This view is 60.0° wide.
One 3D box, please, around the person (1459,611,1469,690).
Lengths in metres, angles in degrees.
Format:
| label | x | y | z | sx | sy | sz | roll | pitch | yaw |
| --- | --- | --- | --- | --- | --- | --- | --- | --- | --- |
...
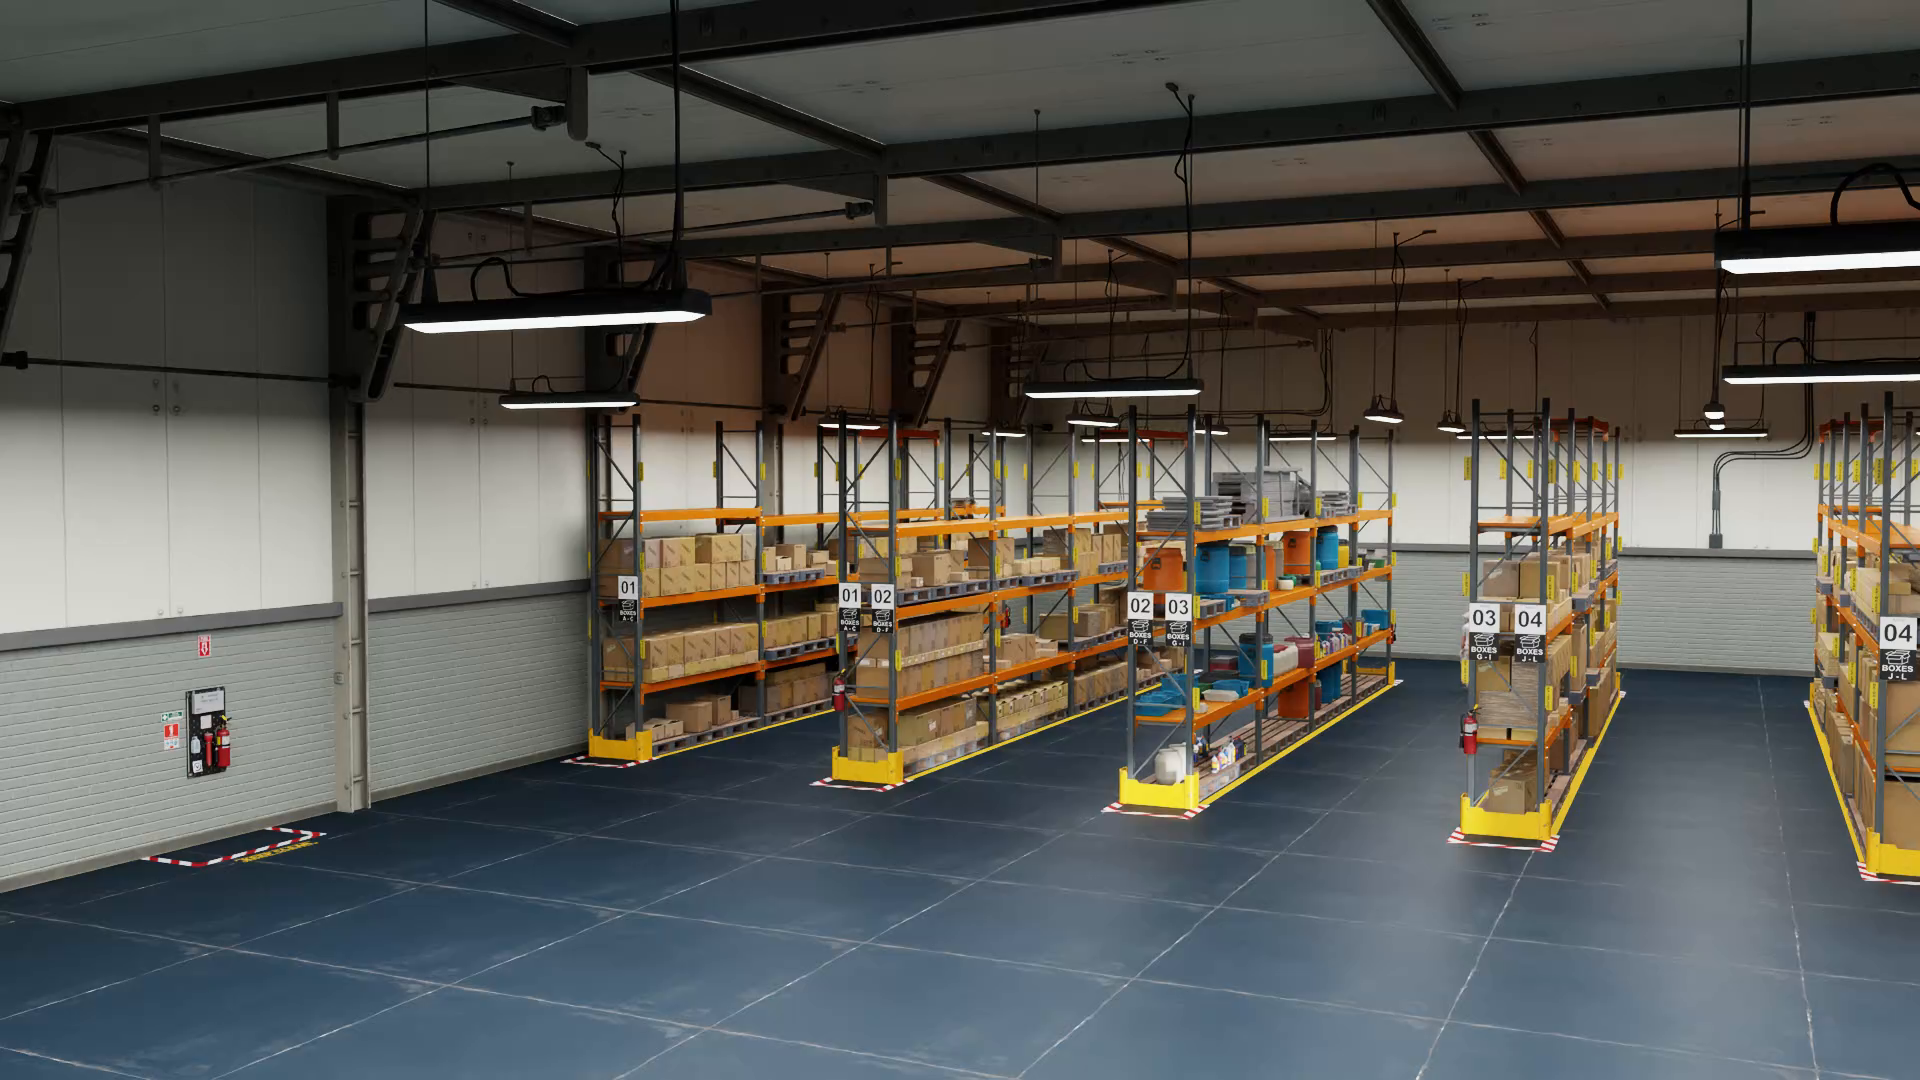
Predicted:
| label | x | y | z | sx | sy | sz | roll | pitch | yaw |
| --- | --- | --- | --- | --- | --- | --- | --- | --- | --- |
| person | 11.689 | 2.536 | 38.053 | 0.577 | 1.797 | 0.423 | -2 | 3 | -37 |
